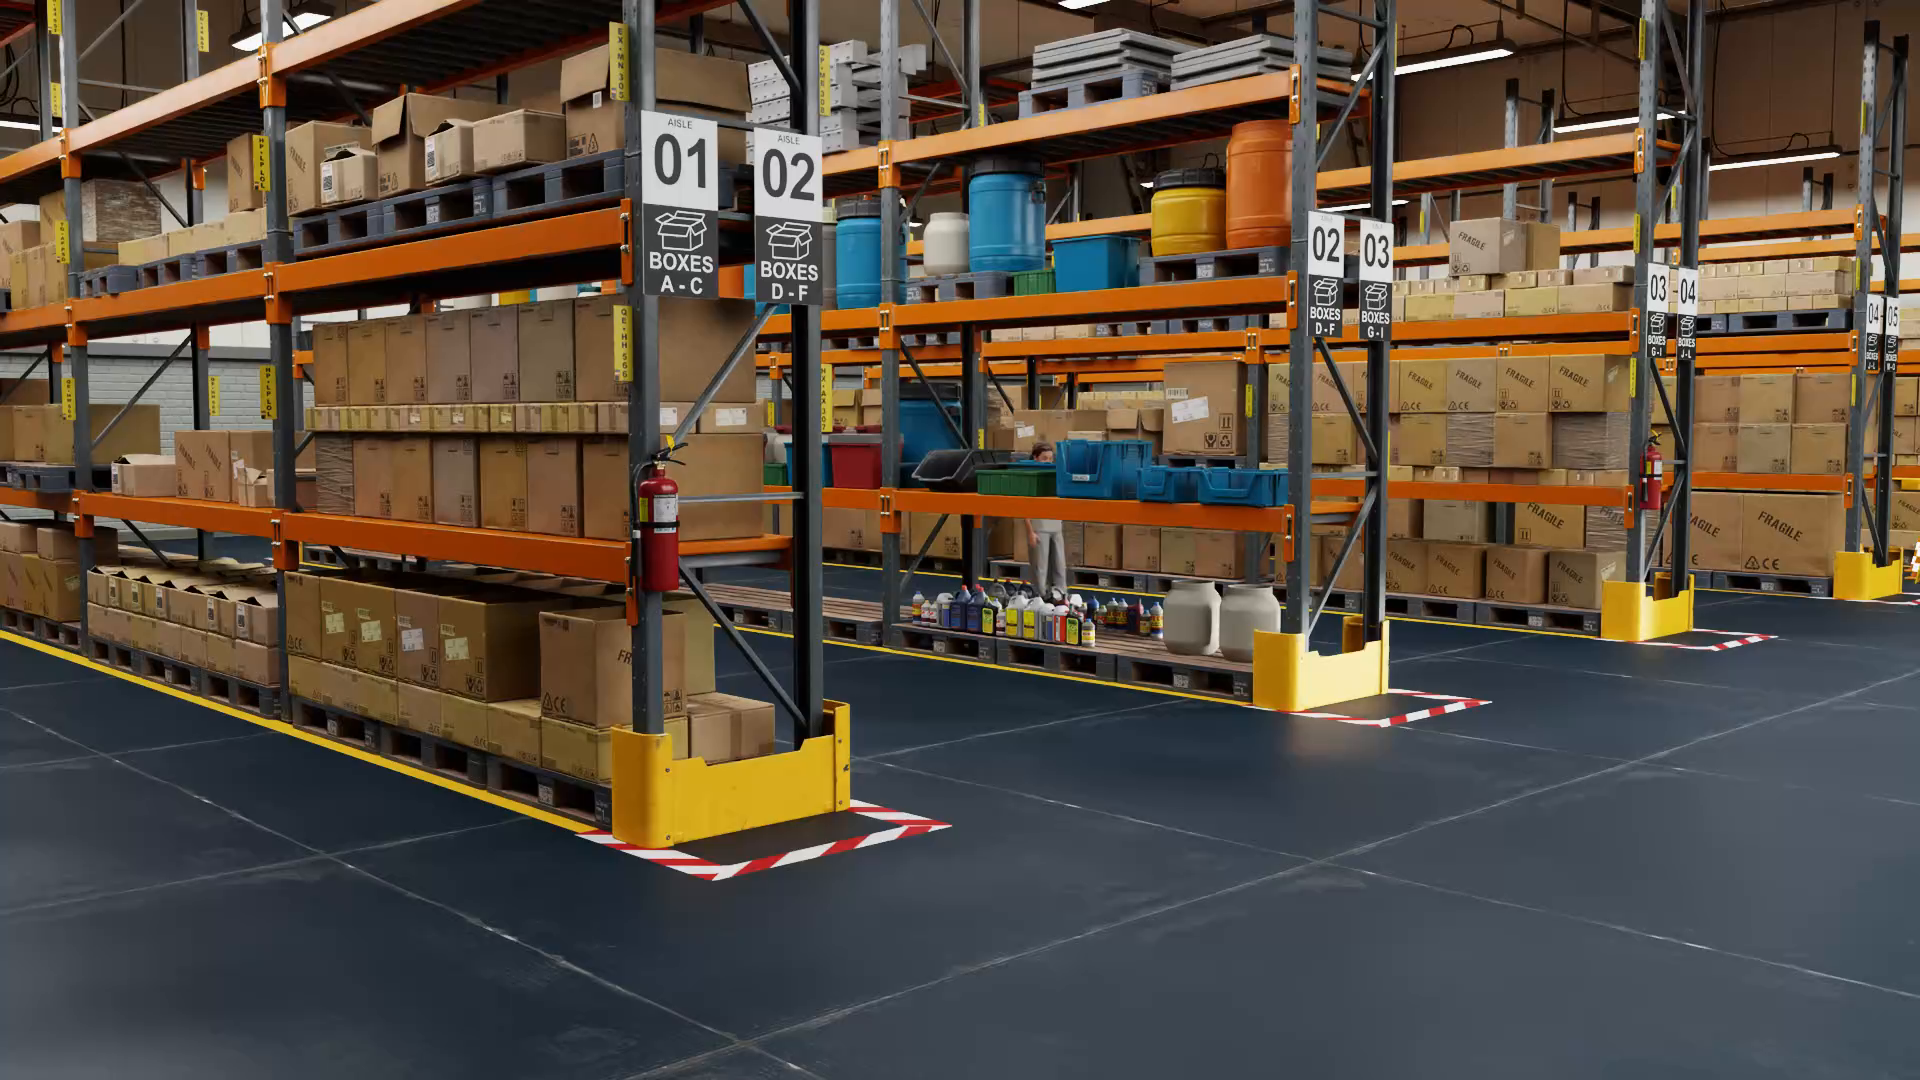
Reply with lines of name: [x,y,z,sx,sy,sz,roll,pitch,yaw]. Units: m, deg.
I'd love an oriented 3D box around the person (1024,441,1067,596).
person: [0.784,-0.056,15.088,0.472,1.687,0.458,-3,5,-38]
